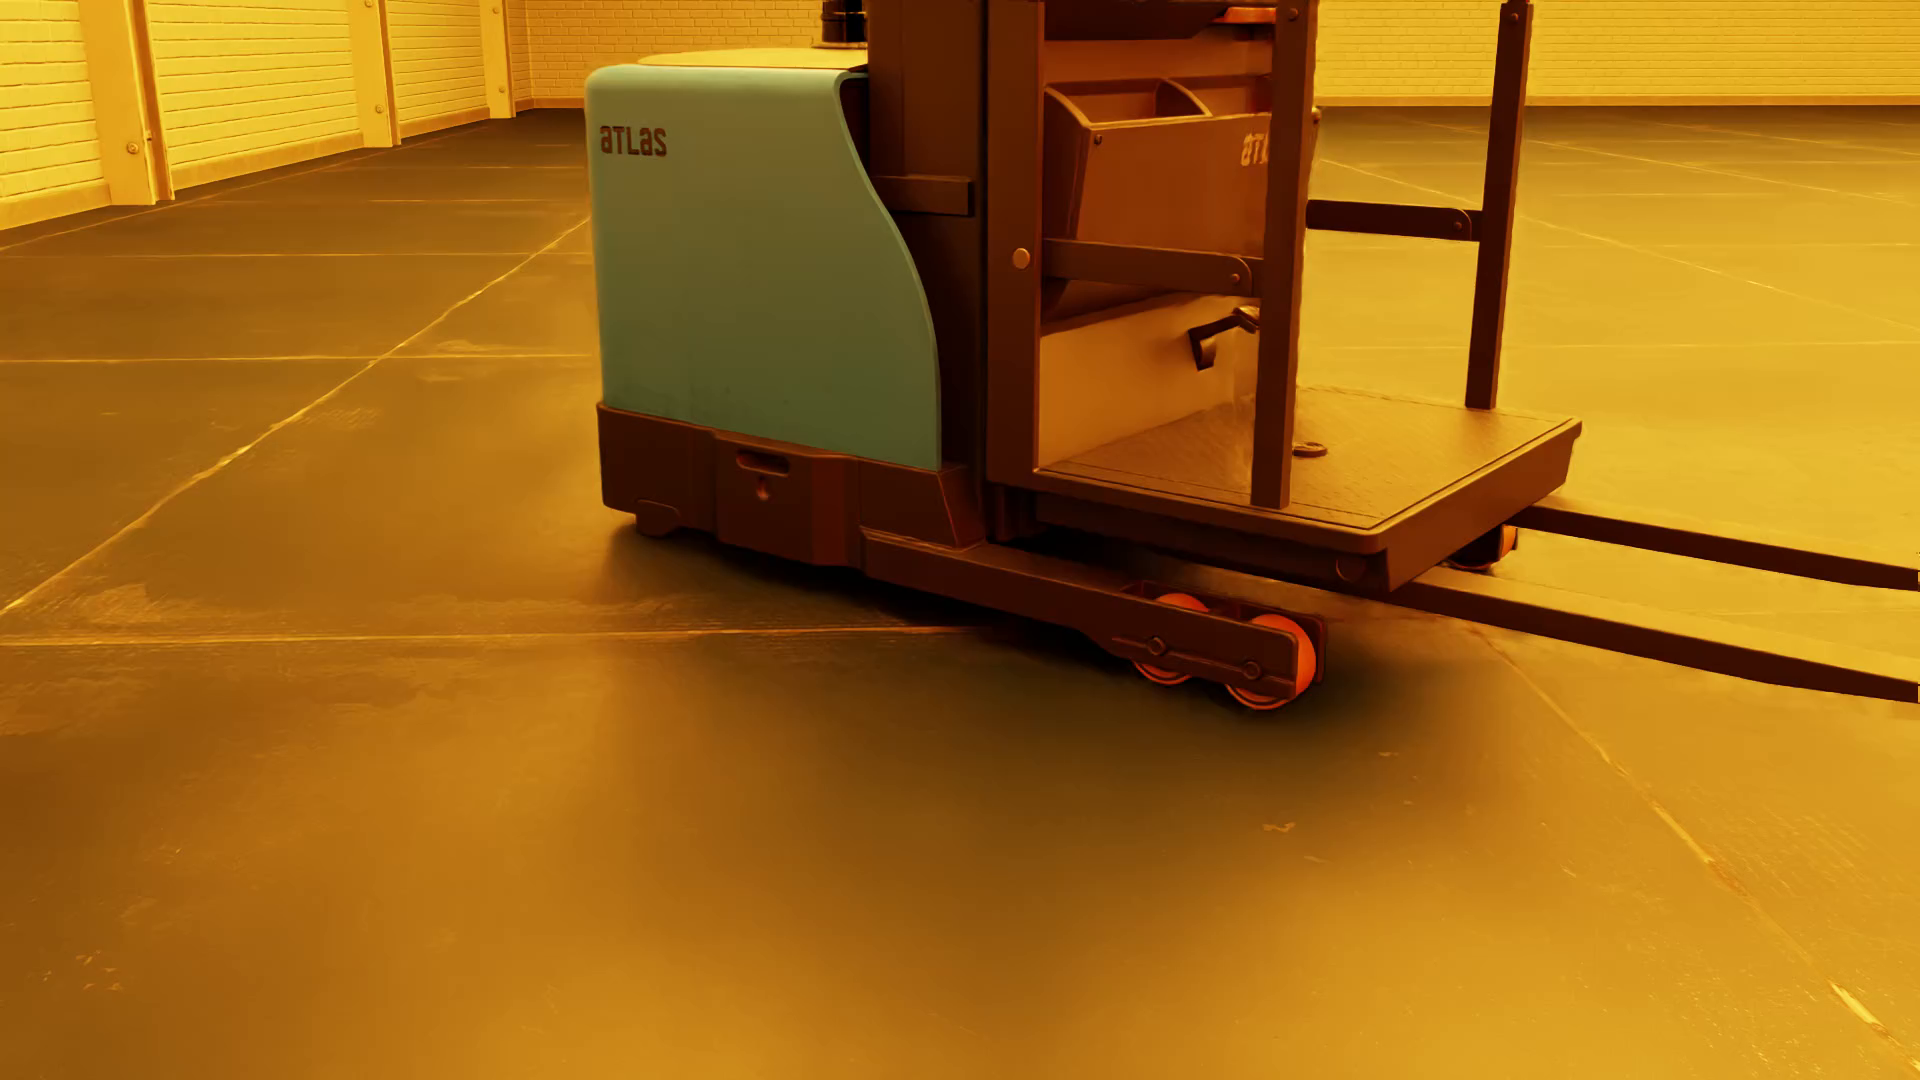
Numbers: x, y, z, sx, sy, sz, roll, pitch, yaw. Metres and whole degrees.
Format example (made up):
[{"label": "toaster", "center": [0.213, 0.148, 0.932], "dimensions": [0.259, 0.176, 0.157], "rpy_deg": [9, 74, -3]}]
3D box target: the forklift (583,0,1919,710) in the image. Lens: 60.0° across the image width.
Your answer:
[{"label": "forklift", "center": [0.624, -1.277, 3.083], "dimensions": [3.031, 2.935, 1.130], "rpy_deg": [13, 21, 35]}]
